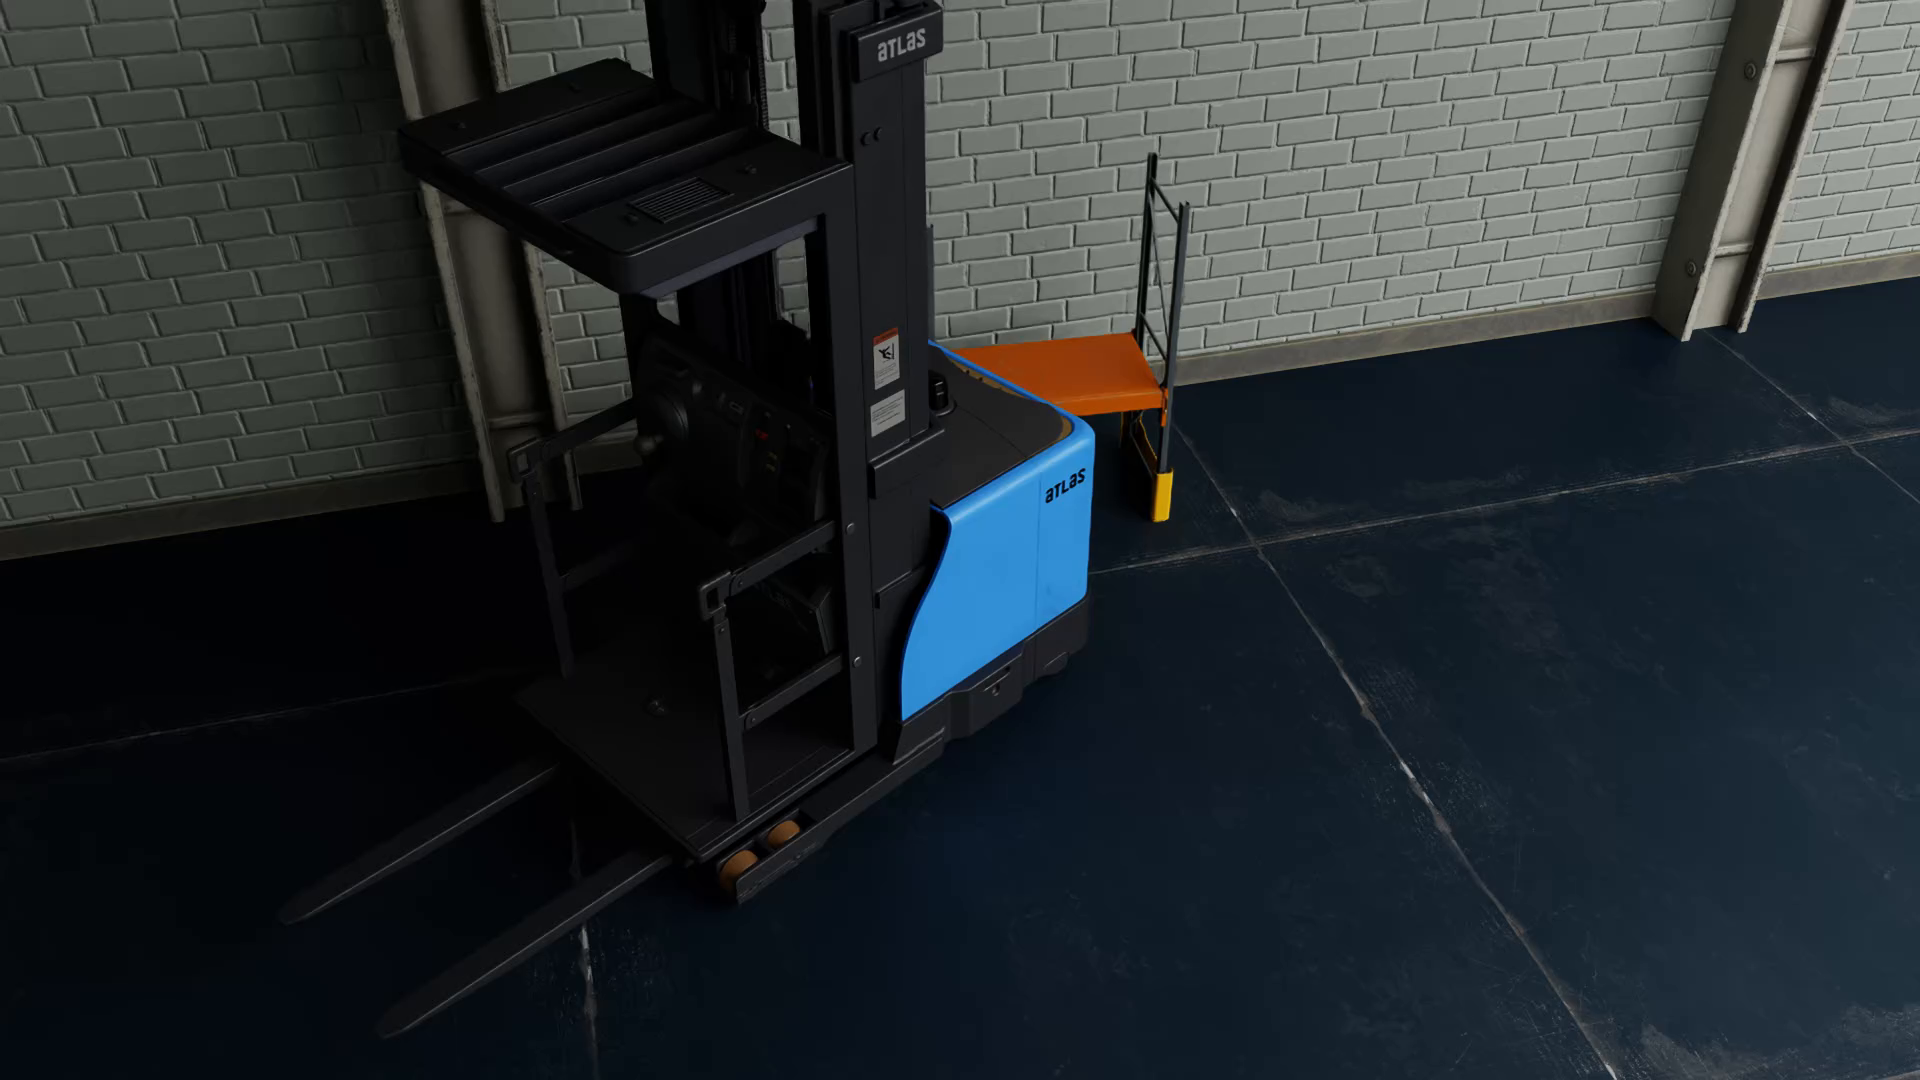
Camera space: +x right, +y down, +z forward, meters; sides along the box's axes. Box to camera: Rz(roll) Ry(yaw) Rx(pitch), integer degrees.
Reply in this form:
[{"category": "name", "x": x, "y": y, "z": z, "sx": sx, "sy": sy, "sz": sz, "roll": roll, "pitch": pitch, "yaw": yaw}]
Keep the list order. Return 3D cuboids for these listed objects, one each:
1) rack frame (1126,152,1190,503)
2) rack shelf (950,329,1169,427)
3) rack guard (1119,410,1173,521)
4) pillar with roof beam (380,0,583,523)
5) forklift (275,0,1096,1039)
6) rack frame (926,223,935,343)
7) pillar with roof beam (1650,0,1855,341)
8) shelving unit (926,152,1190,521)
[{"category": "rack frame", "x": 0.838, "y": -0.857, "z": 7.136, "sx": 0.032, "sy": 1.500, "sz": 0.500, "roll": -7, "pitch": 38, "yaw": -8}, {"category": "rack shelf", "x": 0.338, "y": -0.657, "z": 7.170, "sx": 1.000, "sy": 0.185, "sz": 0.538, "roll": -7, "pitch": 38, "yaw": -8}, {"category": "rack guard", "x": 0.837, "y": -0.360, "z": 7.515, "sx": 0.087, "sy": 0.250, "sz": 0.587, "roll": -7, "pitch": 38, "yaw": -8}, {"category": "pillar with roof beam", "x": -0.796, "y": -1.246, "z": 1.473, "sx": 0.400, "sy": 9.000, "sz": 9.100, "roll": -9, "pitch": 38, "yaw": -12}, {"category": "forklift", "x": -0.887, "y": -0.297, "z": 5.226, "sx": 1.130, "sy": 2.935, "sz": 3.031, "roll": 31, "pitch": 47, "yaw": 34}, {"category": "rack frame", "x": -0.161, "y": -0.742, "z": 6.986, "sx": 0.032, "sy": 1.500, "sz": 0.500, "roll": -7, "pitch": 38, "yaw": -8}, {"category": "pillar with roof beam", "x": 4.997, "y": -2.197, "z": 2.715, "sx": 0.400, "sy": 9.000, "sz": 9.100, "roll": -9, "pitch": 38, "yaw": -12}, {"category": "shelving unit", "x": 0.347, "y": -0.801, "z": 7.062, "sx": 1.083, "sy": 1.500, "sz": 0.587, "roll": -7, "pitch": 38, "yaw": -8}]
